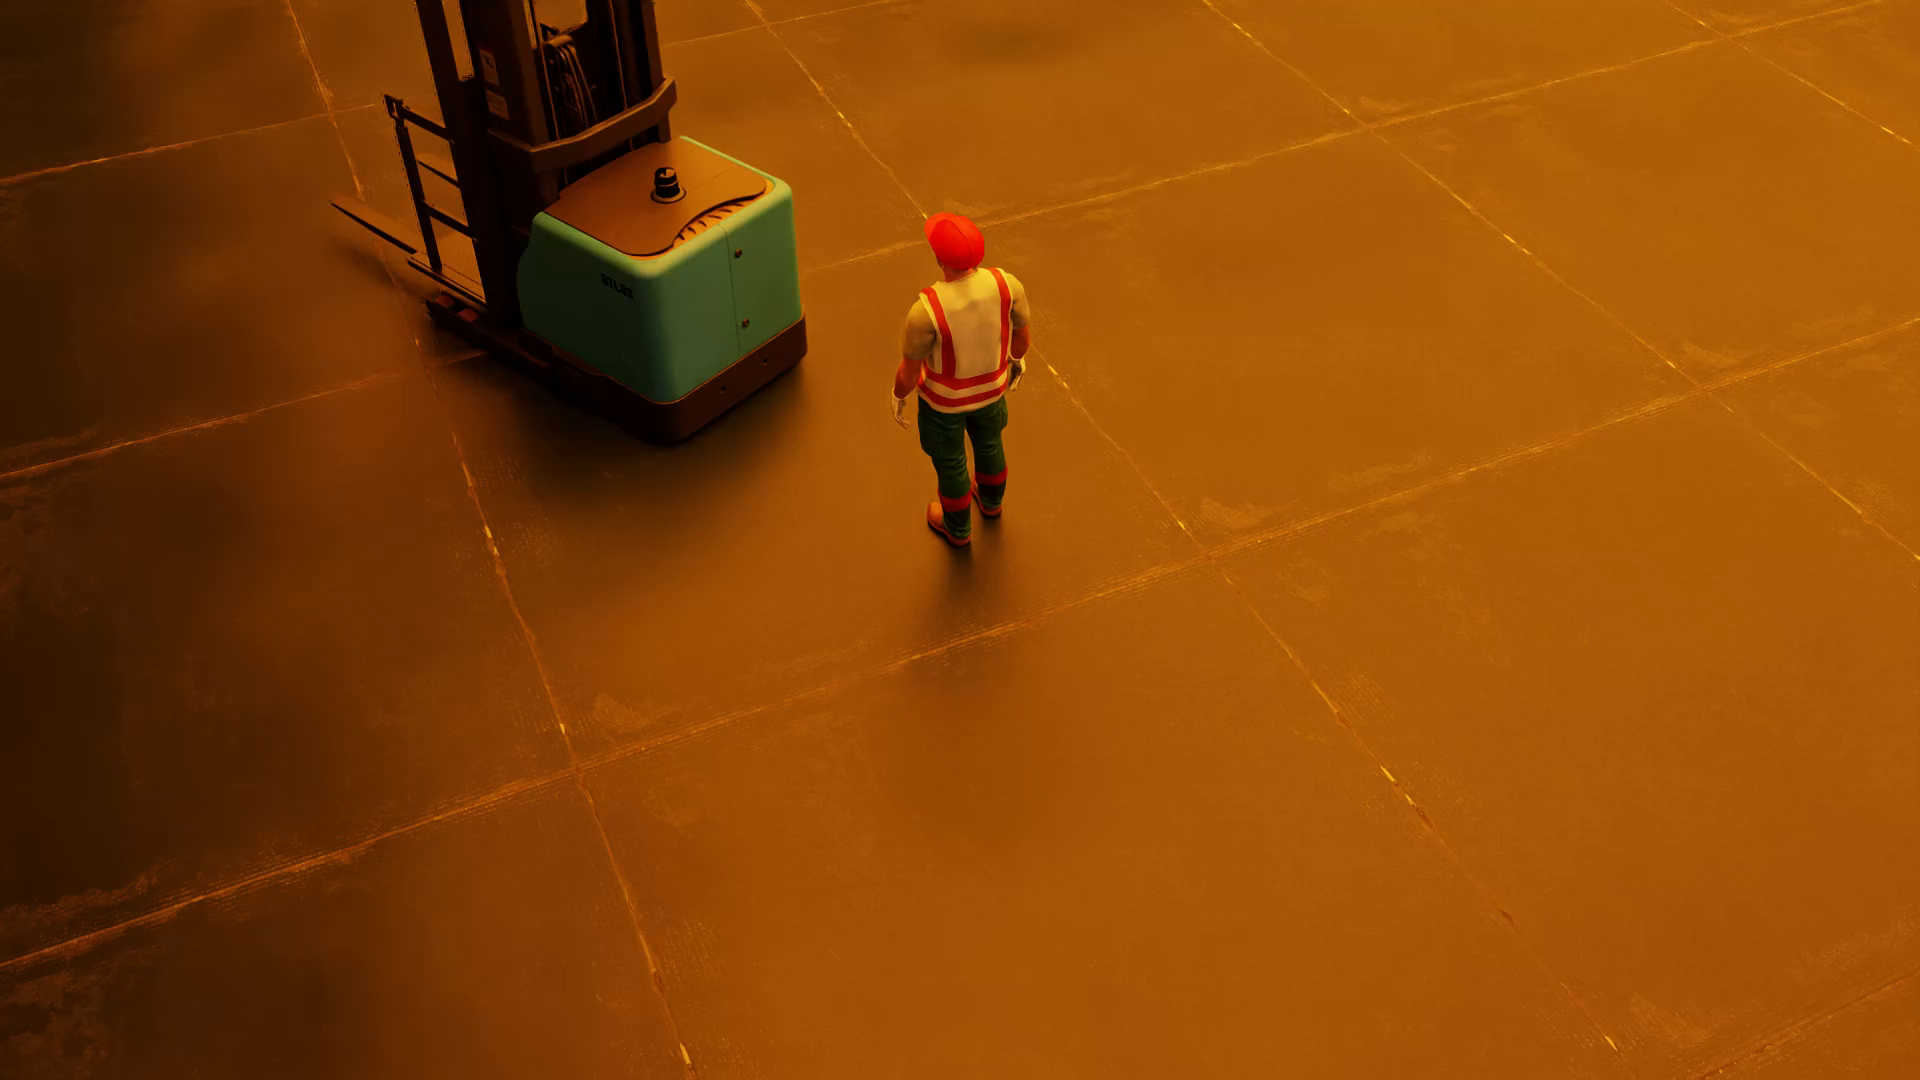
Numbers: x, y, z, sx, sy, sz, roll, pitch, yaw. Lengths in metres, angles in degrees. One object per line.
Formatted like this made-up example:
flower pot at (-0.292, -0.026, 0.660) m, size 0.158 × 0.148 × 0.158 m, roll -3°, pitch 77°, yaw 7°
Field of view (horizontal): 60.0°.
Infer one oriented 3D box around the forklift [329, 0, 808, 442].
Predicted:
forklift at (-2.267, -2.405, 8.257) m, size 3.031 × 2.935 × 1.130 m, roll 29°, pitch 50°, yaw 28°

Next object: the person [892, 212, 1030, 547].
person at (-0.024, -0.710, 7.272) m, size 0.638 × 1.784 × 0.562 m, roll -18°, pitch 46°, yaw -18°
